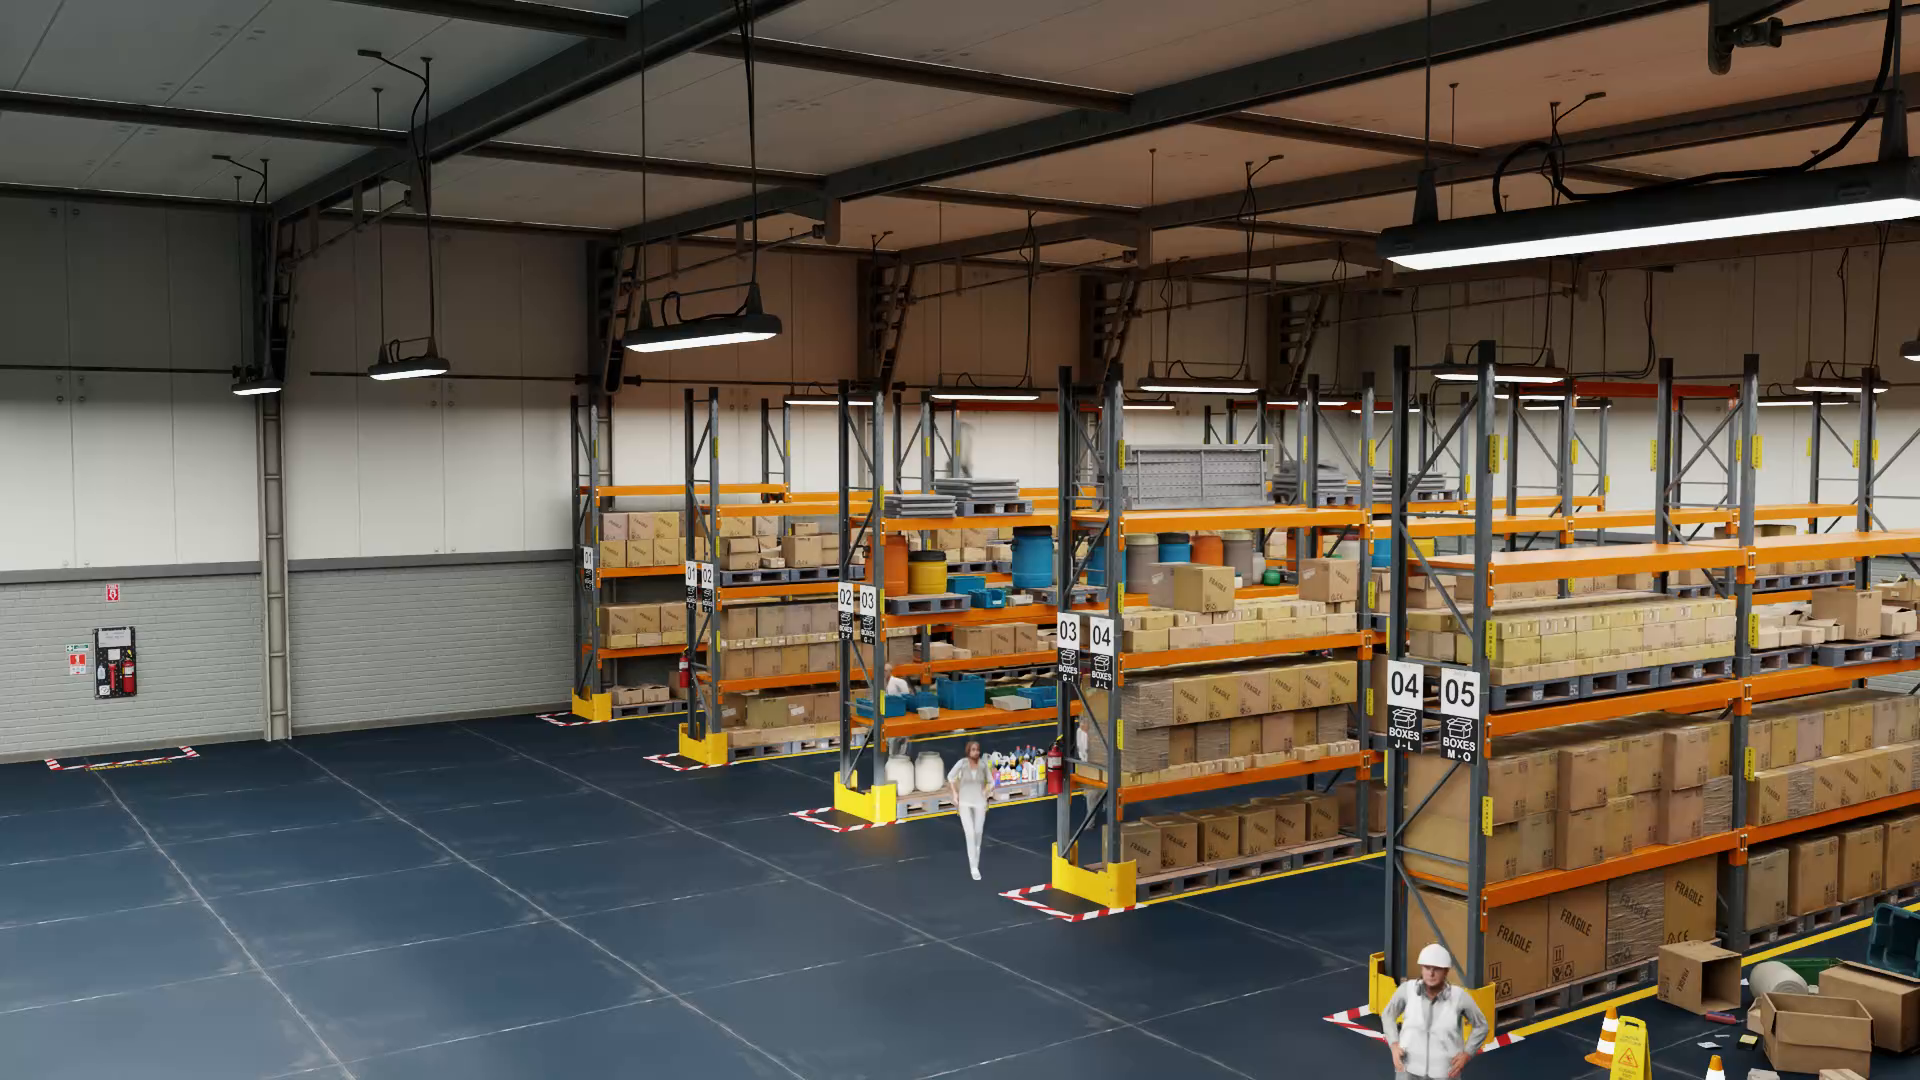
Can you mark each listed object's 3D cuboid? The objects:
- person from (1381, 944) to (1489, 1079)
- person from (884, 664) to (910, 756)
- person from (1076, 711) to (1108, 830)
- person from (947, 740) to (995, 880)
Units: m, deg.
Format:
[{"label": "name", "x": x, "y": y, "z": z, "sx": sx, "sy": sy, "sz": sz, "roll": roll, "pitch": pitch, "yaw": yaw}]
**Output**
[{"label": "person", "x": 3.273, "y": 3.628, "z": 11.488, "sx": 0.713, "sy": 1.771, "sz": 0.786, "roll": 1, "pitch": 4, "yaw": 13}, {"label": "person", "x": -1.028, "y": 2.762, "z": 26.057, "sx": 0.700, "sy": 1.710, "sz": 0.793, "roll": 2, "pitch": 4, "yaw": 30}, {"label": "person", "x": 1.827, "y": 3.051, "z": 22.189, "sx": 0.613, "sy": 1.626, "sz": 0.774, "roll": 2, "pitch": 4, "yaw": 35}, {"label": "person", "x": 0.135, "y": 3.183, "z": 19.866, "sx": 0.551, "sy": 1.579, "sz": 0.859, "roll": -1, "pitch": 3, "yaw": -9}]
